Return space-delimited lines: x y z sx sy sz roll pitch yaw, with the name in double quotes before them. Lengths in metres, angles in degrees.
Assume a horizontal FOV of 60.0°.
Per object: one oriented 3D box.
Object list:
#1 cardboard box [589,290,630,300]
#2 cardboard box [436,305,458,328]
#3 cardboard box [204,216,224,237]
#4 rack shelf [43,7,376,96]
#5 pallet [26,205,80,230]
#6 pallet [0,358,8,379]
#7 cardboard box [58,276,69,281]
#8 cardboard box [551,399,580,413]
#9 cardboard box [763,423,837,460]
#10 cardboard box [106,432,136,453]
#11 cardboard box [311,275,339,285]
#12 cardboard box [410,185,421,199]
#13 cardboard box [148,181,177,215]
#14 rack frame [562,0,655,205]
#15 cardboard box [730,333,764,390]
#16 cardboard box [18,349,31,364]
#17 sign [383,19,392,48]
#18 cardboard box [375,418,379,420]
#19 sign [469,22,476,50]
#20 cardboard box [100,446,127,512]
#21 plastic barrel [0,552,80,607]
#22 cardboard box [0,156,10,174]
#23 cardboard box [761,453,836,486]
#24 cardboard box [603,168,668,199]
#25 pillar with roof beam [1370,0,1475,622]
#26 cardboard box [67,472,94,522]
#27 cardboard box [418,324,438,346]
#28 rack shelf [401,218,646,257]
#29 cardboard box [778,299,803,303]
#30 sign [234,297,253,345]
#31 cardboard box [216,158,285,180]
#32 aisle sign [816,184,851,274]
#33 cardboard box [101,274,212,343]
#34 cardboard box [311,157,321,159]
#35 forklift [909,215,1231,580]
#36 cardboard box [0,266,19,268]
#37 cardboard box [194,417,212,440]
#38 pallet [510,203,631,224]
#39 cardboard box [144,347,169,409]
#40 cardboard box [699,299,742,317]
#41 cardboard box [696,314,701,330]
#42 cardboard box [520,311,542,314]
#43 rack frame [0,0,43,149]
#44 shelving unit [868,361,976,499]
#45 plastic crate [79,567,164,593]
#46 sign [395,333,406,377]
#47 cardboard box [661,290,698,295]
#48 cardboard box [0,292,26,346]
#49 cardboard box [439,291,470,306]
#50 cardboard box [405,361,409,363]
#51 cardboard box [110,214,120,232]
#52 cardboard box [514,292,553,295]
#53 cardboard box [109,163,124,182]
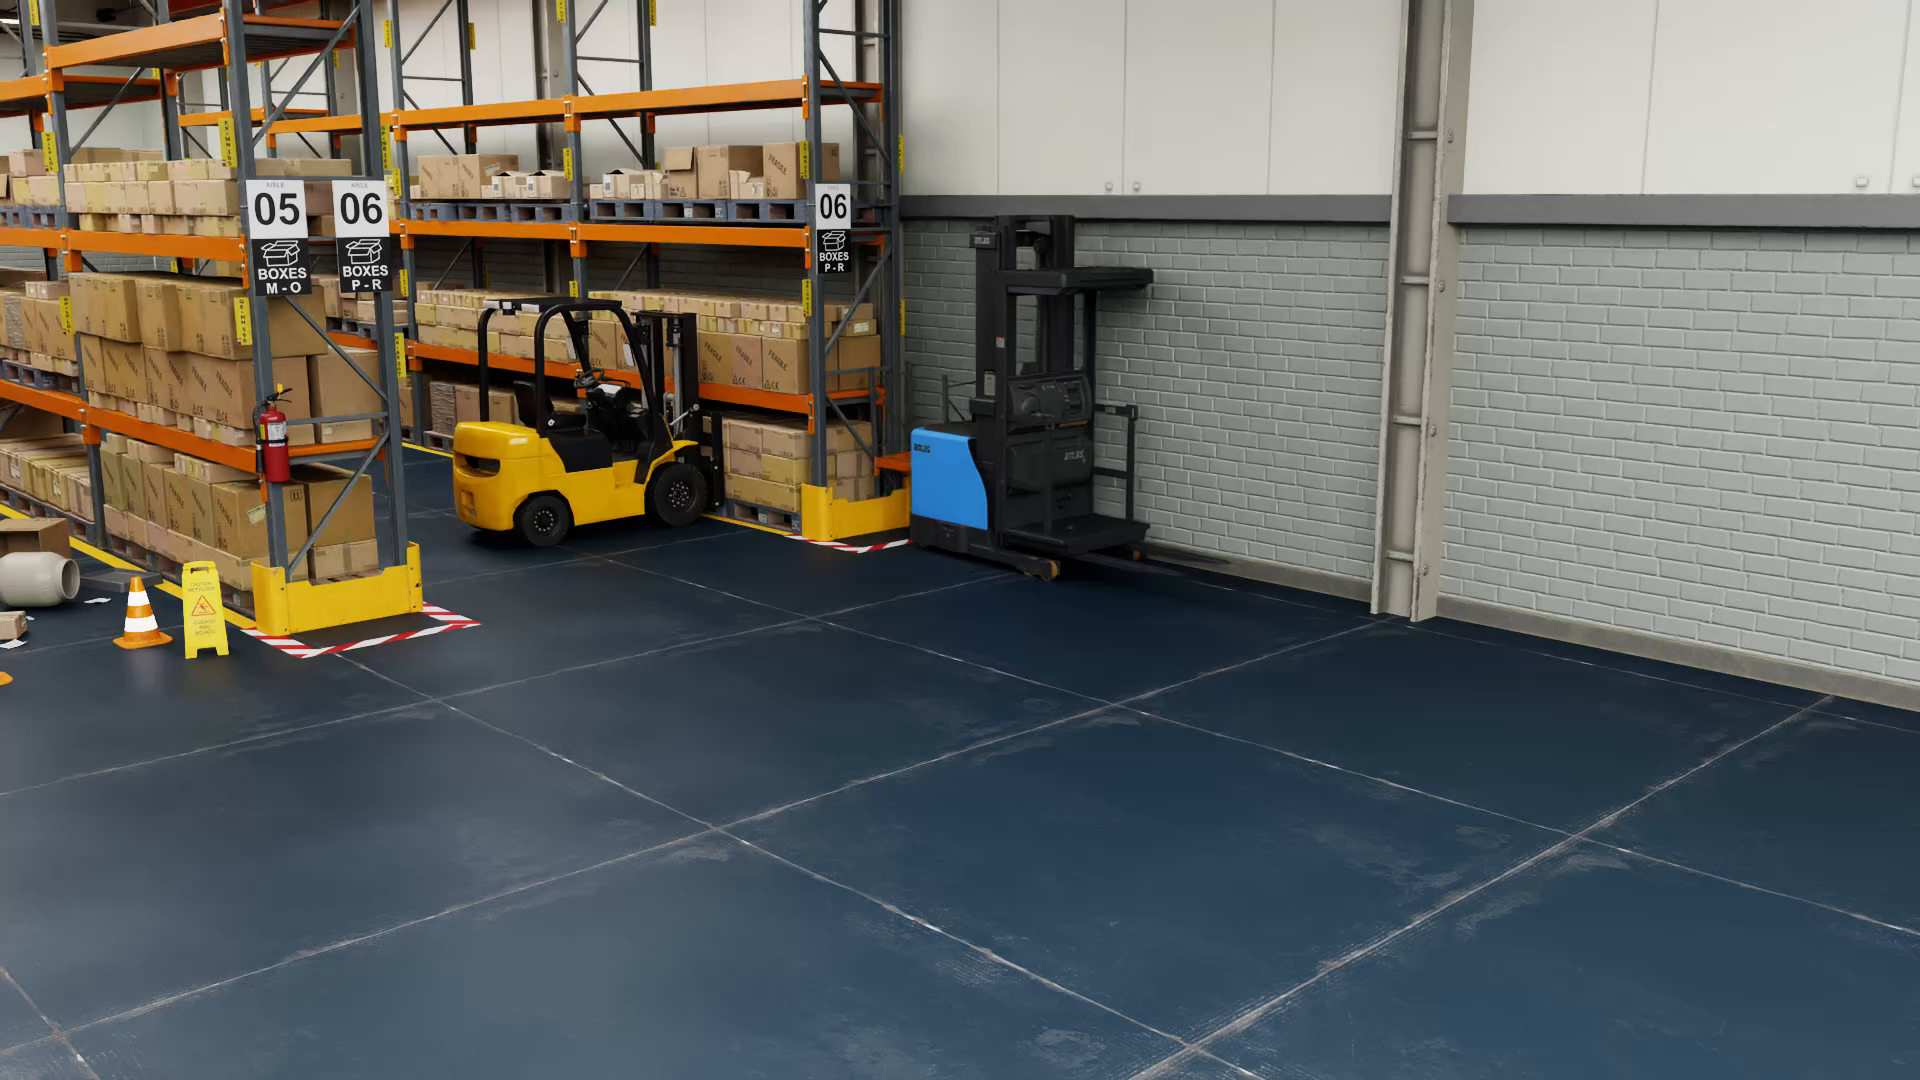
"cardboard box" -3.721 -2.569 17.694 0.380 0.149 0.250 -10 16 -41
"cardboard box" -6.015 -2.728 20.190 0.500 0.250 0.500 -10 15 -41
"cardboard box" -5.196 -2.260 11.973 0.380 0.149 0.250 -11 16 -42
"rack shelf" -5.933 -3.745 12.917 1.077 0.370 4.000 -11 16 -43
"pallet" -7.664 -2.935 15.092 1.213 0.211 1.003 -11 16 -43
"pallet" -9.507 -1.853 17.287 1.213 0.211 1.003 -11 16 -43
"cardboard box" -8.743 -2.555 16.584 0.250 0.149 0.380 11 16 42
"cardboard box" -4.095 -1.262 18.786 0.875 0.625 0.625 -10 15 -40
"cardboard box" -1.508 -0.933 15.642 0.500 0.250 0.500 -10 15 -41
"cardboard box" -7.059 -0.846 14.231 0.380 0.149 0.250 -11 16 -42
"cardboard box" -8.722 -3.390 22.980 0.700 0.500 0.500 -11 16 -42
"cardboard box" -6.468 -4.245 20.276 0.380 0.166 0.250 -11 16 -43
"cardboard box" -5.808 -2.596 12.617 0.500 0.250 0.500 -10 16 -41
"rack frame" -3.727 -5.083 17.621 1.000 3.000 0.127 -11 16 -43
"cardboard box" -1.846 -1.722 15.928 0.500 0.500 0.500 -10 15 -41
"cardboard box" -8.906 -1.803 16.149 0.380 0.149 0.250 -10 15 -41
"sign" -6.875 -6.086 19.978 0.100 0.325 0.005 -11 16 -43
"cardboard box" -7.638 -1.892 22.154 0.500 0.500 0.500 -10 15 -40
"sign" -6.090 -6.280 20.722 0.100 0.325 0.005 -11 16 -43
"cardboard box" -7.102 -0.555 14.425 0.500 0.500 0.500 -10 15 -40
"plastic barrel" -7.073 0.303 12.732 0.512 0.421 0.421 -1 12 -4
"cardboard box" -10.446 -3.796 17.509 0.637 0.503 0.797 11 16 42
"cardboard box" -1.527 -0.692 15.711 0.500 0.250 0.500 -11 16 -43
"cardboard box" -3.329 -3.669 17.126 0.500 0.311 0.500 -10 16 -41
"pillar with roof beam" 0.236 -3.251 8.728 9.100 9.000 0.400 -11 16 -43
"cardboard box" -7.678 -0.447 15.459 0.950 0.372 0.625 -11 16 -42
"cardboard box" -6.360 -2.556 20.595 0.500 0.250 0.500 -11 16 -42
"rack shelf" -5.108 -3.553 19.413 1.077 0.370 4.000 -11 16 -43
"cardboard box" -1.551 -2.270 16.241 0.380 0.149 0.250 -11 16 -42
"sign" -4.967 -1.516 11.523 0.100 0.325 0.005 -11 16 -43
"cardboard box" -4.999 -2.614 11.715 0.380 0.149 0.250 -11 16 -42
"aisle sign" -1.132 -2.784 14.885 0.394 0.787 0.004 -11 16 -43
"cardboard box" -6.503 -1.888 13.516 0.700 0.500 0.500 -11 16 -44
"cardboard box" -8.784 -5.193 23.157 0.396 0.266 0.258 -11 16 -43
"forklift" 0.907 -1.219 13.902 1.130 2.935 3.031 -10 15 -41
"cardboard box" -10.936 -2.830 18.826 0.500 0.500 0.500 -10 15 -41
"cardboard box" -5.581 -0.866 12.641 0.380 0.149 0.250 -11 16 -42
"pallet" -4.345 -3.647 18.559 1.217 0.209 0.805 11 16 43
"cardboard box" -6.148 -1.328 13.277 0.500 0.500 0.500 -11 16 -42
"cardboard box" -2.318 -2.269 16.235 0.380 0.149 0.250 -10 16 -41
"cardboard box" -2.417 -2.172 16.503 0.380 0.149 0.250 -11 16 -43
"cardboard box" -4.723 -2.628 18.719 0.250 0.149 0.380 11 16 43
"rack frame" -10.077 -4.975 17.095 1.000 3.000 0.127 -11 16 -43
"shelving unit" -0.295 -0.847 15.437 0.587 1.500 1.083 -14 18 -41
"plastic crate" -6.823 0.321 13.494 0.583 0.080 0.402 6 13 26
"sign" -4.160 -1.368 12.313 0.100 0.325 0.005 -11 16 -43
"cardboard box" -2.952 -2.573 17.715 0.380 0.149 0.250 -11 16 -43
"cardboard box" -9.197 -2.187 16.406 0.500 0.500 0.500 -11 16 -42
"cardboard box" -6.101 -2.935 20.206 0.380 0.149 0.250 -10 16 -41
"cardboard box" -7.711 -2.374 22.884 0.250 0.149 0.380 11 16 43
"cardboard box" -6.741 -2.610 13.674 0.380 0.149 0.250 -10 15 -41
"cardboard box" -5.145 -2.907 20.072 0.380 0.149 0.250 -11 16 -43
"cardboard box" -6.586 -2.953 13.361 0.250 0.149 0.380 11 16 43
